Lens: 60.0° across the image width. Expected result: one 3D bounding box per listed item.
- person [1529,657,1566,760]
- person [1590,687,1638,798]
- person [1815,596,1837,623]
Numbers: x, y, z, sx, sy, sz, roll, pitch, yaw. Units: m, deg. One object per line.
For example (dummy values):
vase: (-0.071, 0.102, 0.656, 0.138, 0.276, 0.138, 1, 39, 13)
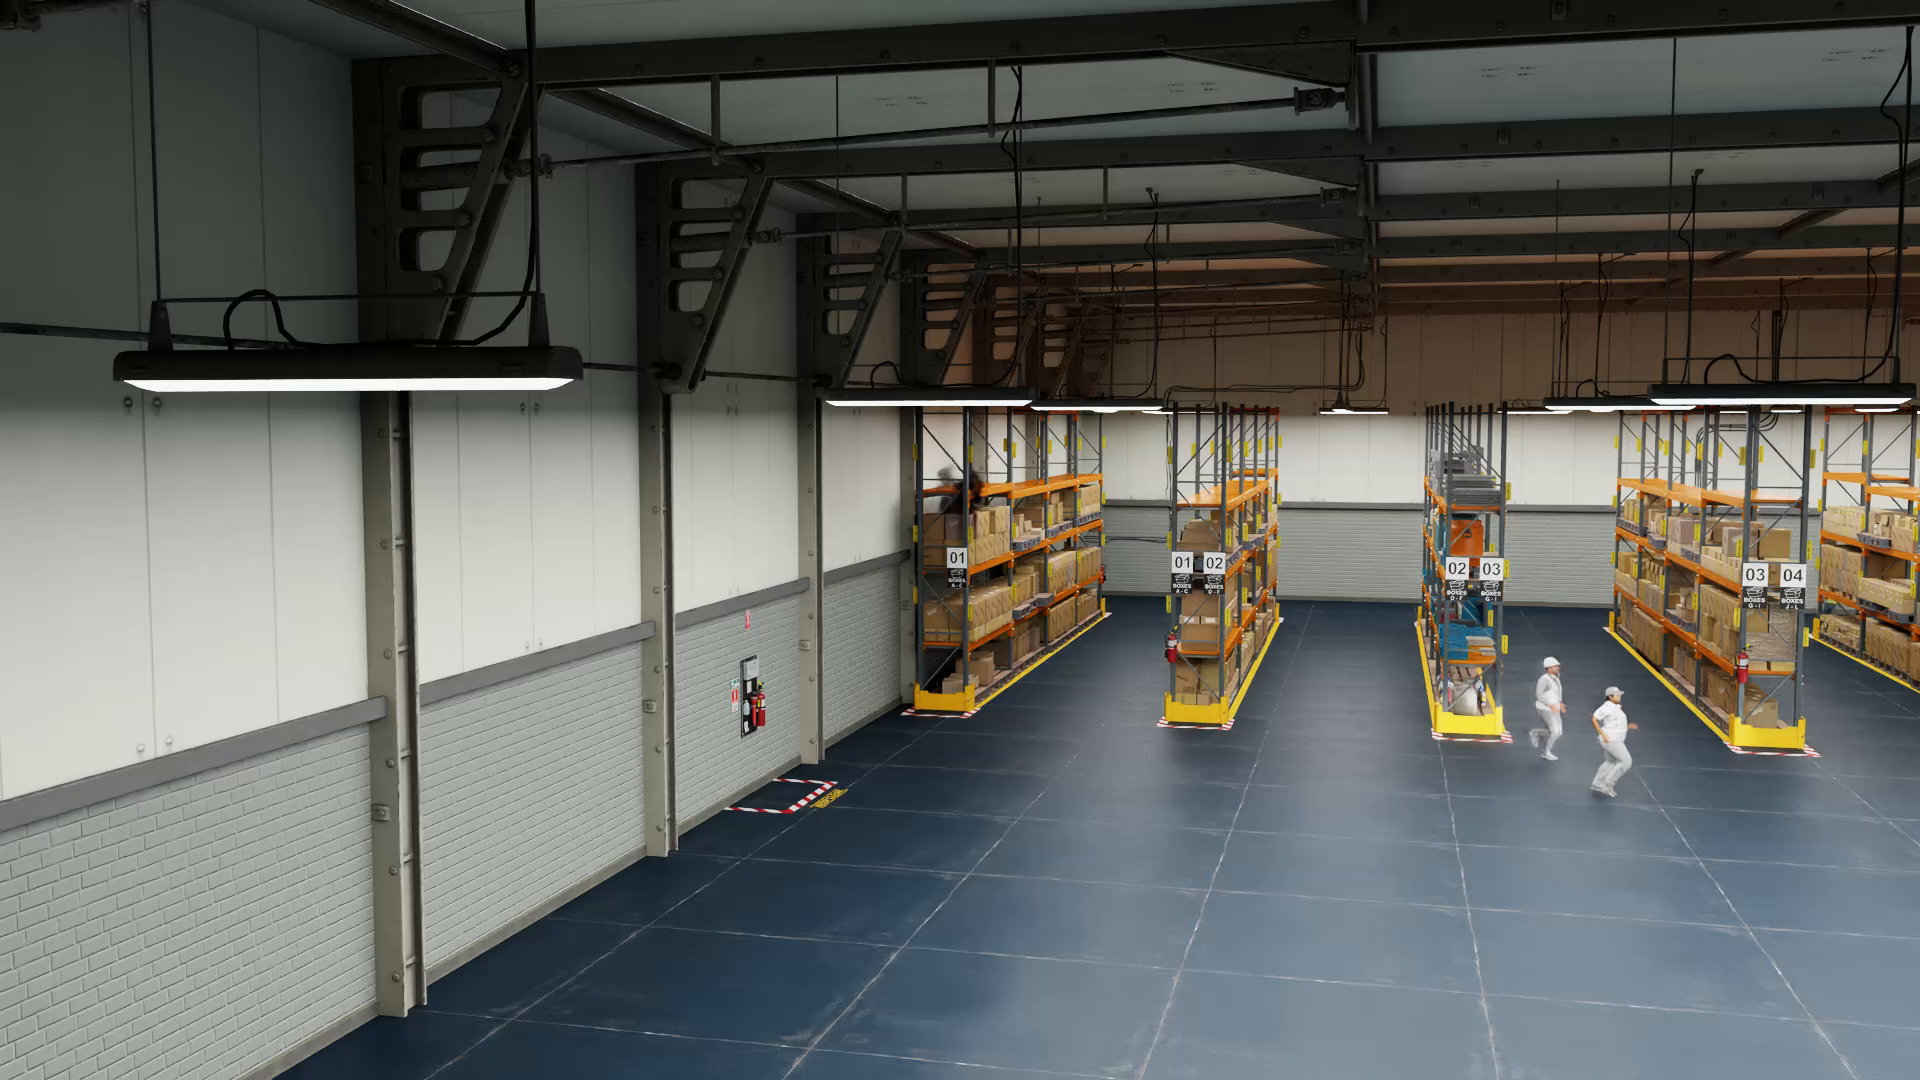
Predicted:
person: (9.820, 2.812, 27.888, 0.619, 1.721, 0.644, 4, 6, 42)
person: (9.867, 3.043, 25.088, 0.660, 1.660, 0.578, 3, 5, 32)
person: (23.186, 1.625, 44.406, 0.521, 1.702, 0.982, 3, 5, 37)
